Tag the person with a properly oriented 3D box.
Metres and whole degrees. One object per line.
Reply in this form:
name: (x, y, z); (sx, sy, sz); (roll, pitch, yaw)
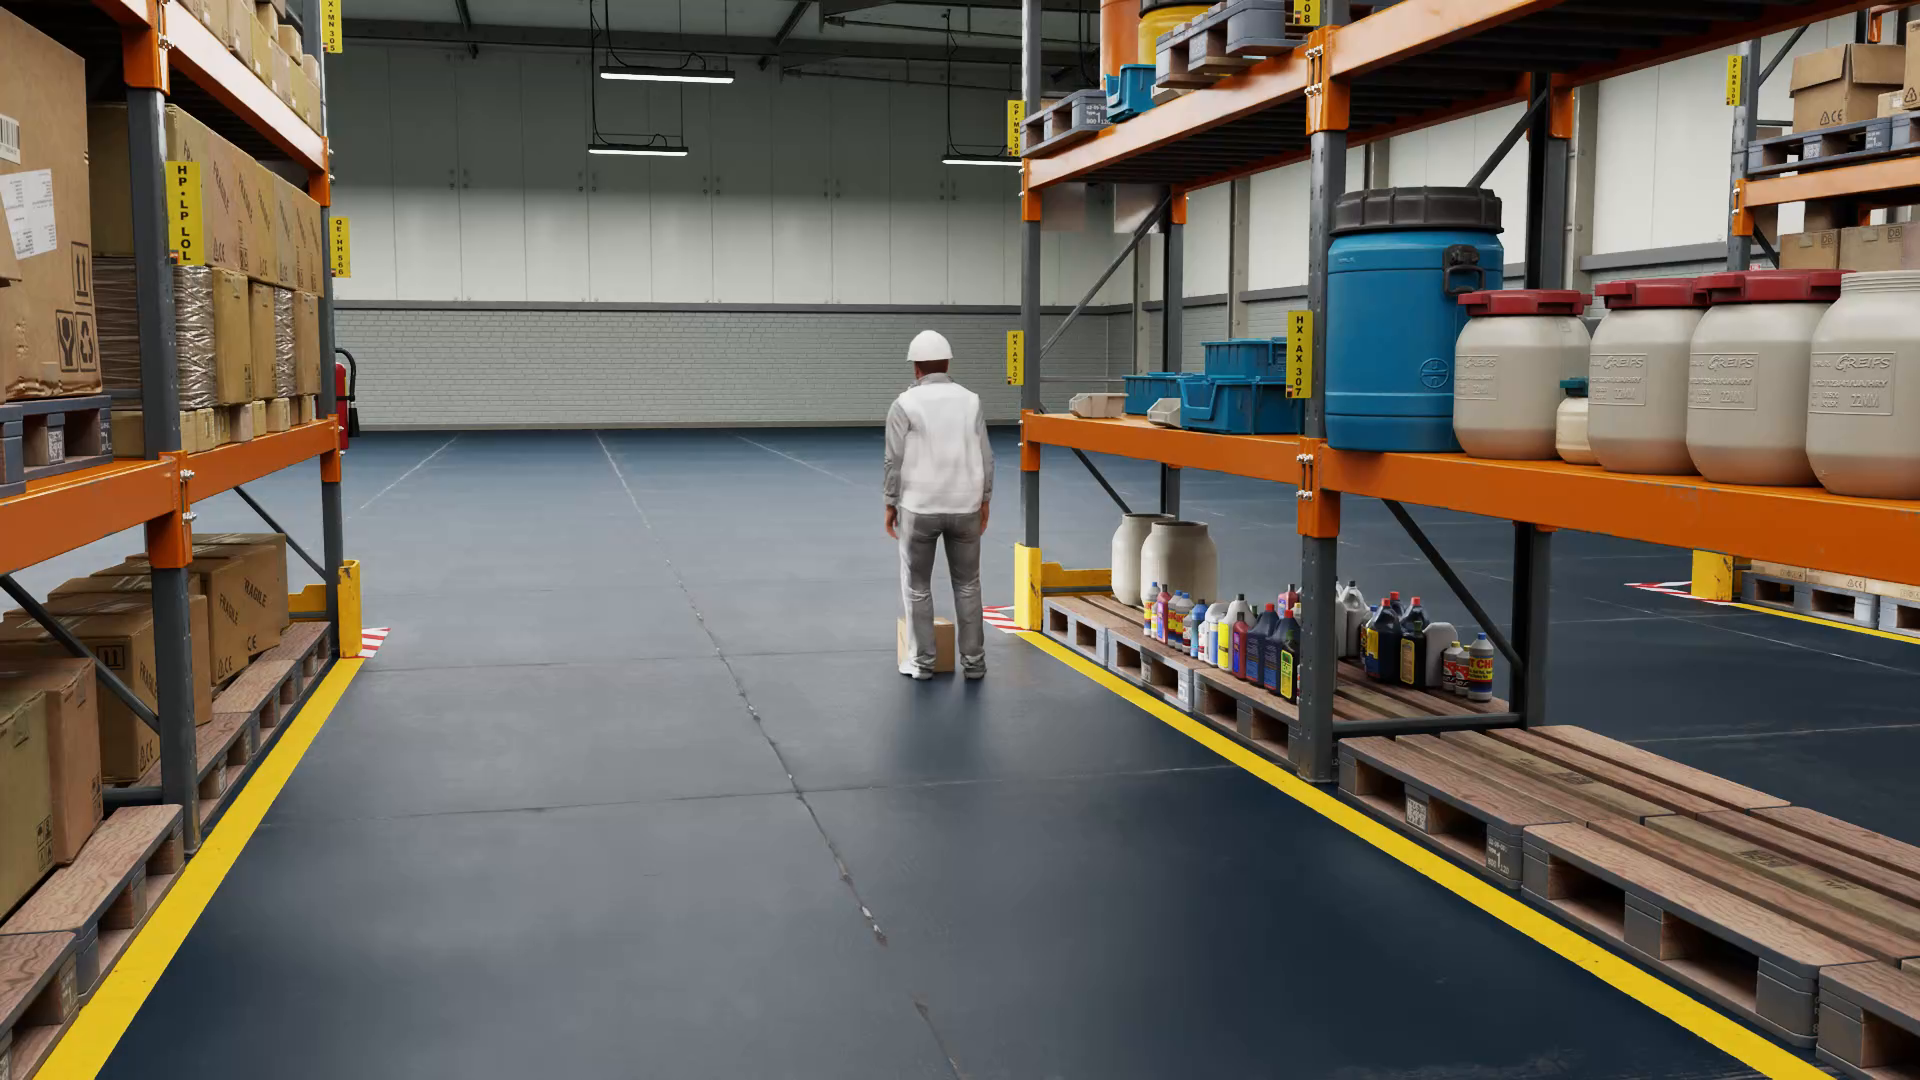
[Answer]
person: (-0.115, -0.174, 8.462); (0.584, 1.770, 0.476); (-2, 6, -17)
